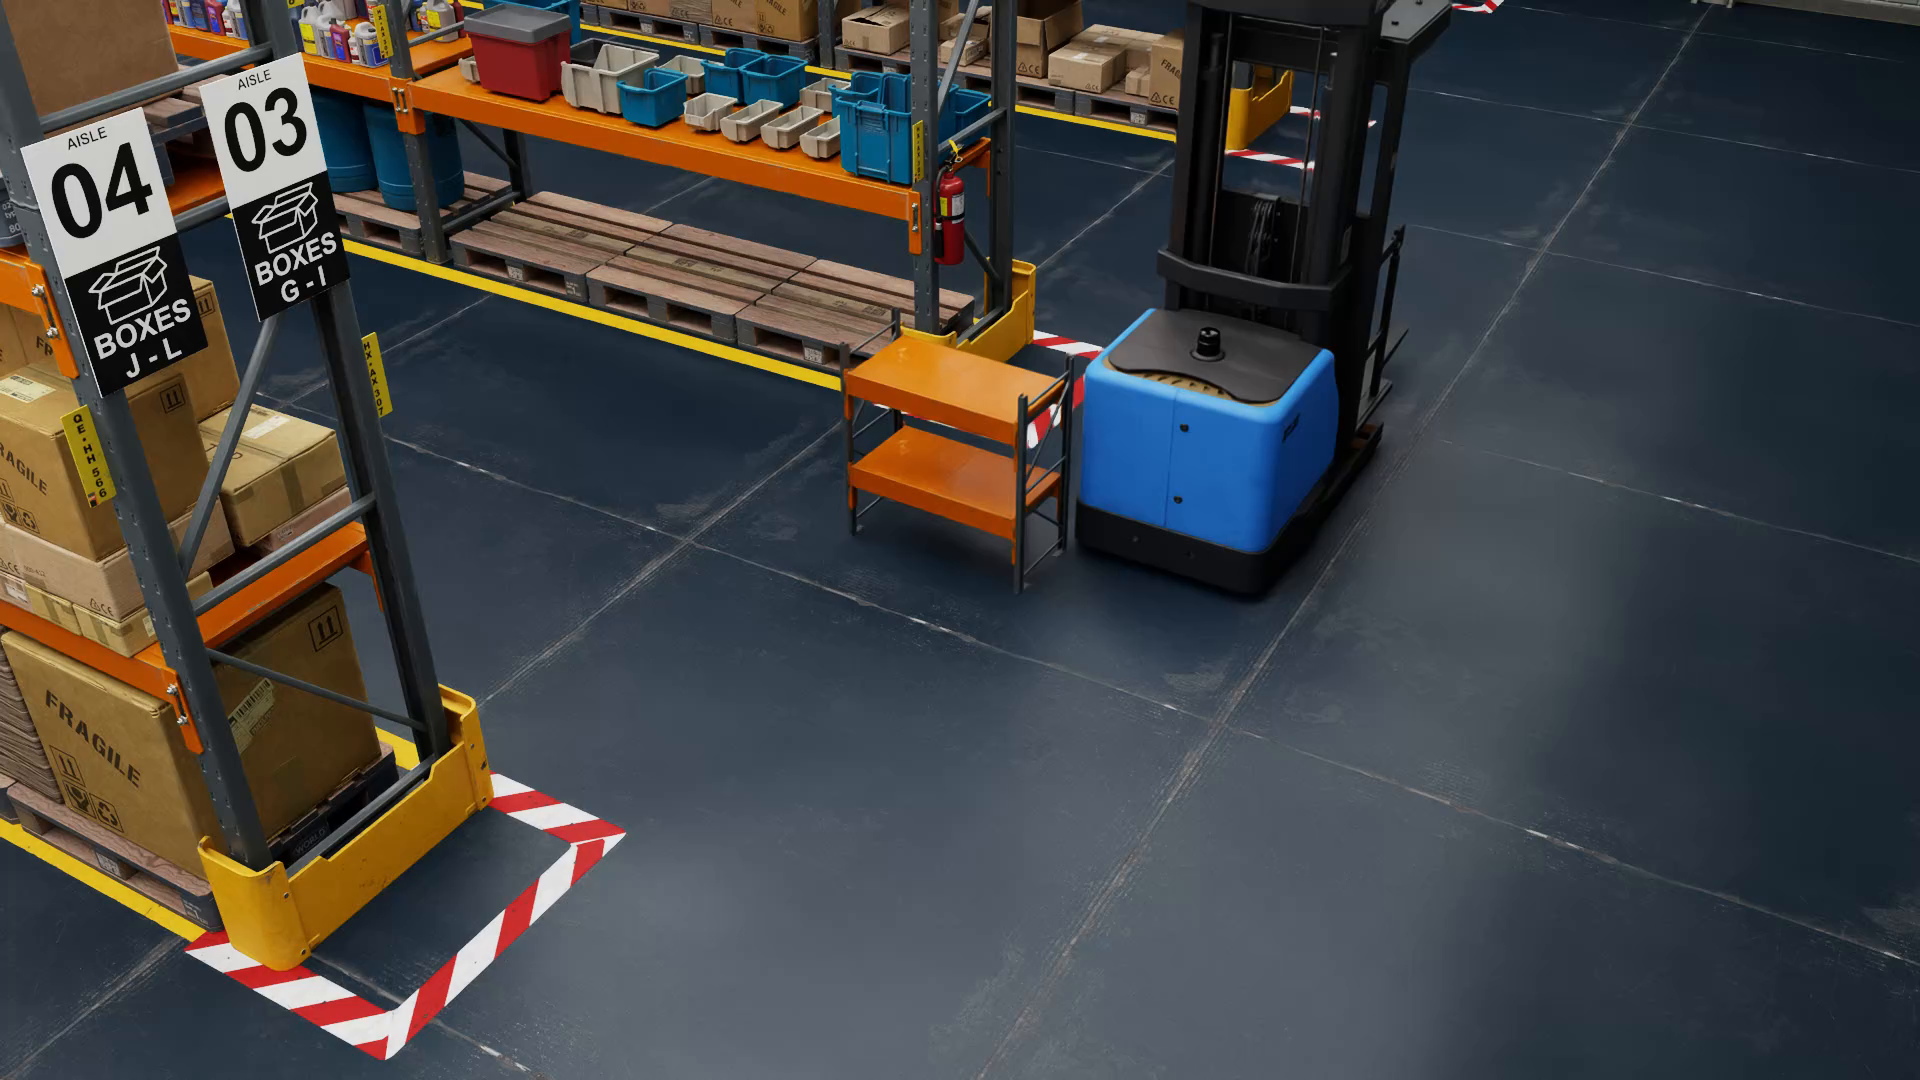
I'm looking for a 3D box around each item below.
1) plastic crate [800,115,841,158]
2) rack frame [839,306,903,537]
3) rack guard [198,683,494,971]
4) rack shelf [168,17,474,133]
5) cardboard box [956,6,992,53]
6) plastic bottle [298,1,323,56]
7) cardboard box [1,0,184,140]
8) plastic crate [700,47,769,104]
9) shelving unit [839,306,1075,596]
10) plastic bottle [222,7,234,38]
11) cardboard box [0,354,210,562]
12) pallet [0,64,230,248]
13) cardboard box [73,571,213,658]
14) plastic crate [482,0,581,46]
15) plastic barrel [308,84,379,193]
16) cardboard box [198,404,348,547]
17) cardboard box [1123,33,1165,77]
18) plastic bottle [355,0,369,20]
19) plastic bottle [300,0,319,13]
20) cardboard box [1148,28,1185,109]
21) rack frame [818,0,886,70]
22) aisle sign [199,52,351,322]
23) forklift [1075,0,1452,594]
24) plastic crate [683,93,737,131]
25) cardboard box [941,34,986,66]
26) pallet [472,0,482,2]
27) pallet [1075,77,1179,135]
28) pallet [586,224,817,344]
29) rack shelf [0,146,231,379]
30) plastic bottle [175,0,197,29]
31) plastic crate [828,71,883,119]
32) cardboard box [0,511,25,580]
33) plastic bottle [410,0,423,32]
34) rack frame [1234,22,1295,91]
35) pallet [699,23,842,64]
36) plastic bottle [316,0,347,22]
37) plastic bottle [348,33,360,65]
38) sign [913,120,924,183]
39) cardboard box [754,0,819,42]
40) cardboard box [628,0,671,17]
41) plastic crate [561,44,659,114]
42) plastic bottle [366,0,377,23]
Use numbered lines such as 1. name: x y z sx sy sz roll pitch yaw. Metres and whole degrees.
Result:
1. plastic crate: -0.766 -2.372 9.790 0.243 0.136 0.396 18 37 24
2. rack frame: -0.450 -0.608 8.649 0.032 1.125 0.500 19 38 26
3. rack guard: -2.405 1.110 6.631 0.348 0.500 1.175 18 37 24
4. rack shelf: -5.178 -3.671 12.205 4.000 0.370 1.077 18 37 24
5. cardboard box: 0.306 -4.640 15.041 0.500 0.311 0.500 18 37 24
6. plastic bottle: -4.402 -3.495 11.336 0.185 0.351 0.144 18 37 24
7. cardboard box: -2.904 -1.560 5.121 0.500 0.500 0.700 15 37 22
8. plastic crate: -1.423 -2.946 10.565 0.300 0.233 0.416 18 37 24
9. shelving unit: -0.018 -0.460 8.425 1.048 1.125 0.538 19 38 26
10. plastic bottle: -5.131 -3.649 11.703 0.097 0.201 0.097 0 34 0
11. cardboard box: -2.979 -0.318 5.711 0.500 0.500 0.500 18 38 25
12. pallet: -3.075 -1.347 5.440 1.213 0.211 1.003 18 37 24
13. cardboard box: -2.899 0.229 5.927 0.250 0.149 0.380 18 38 25
14. plastic crate: -2.867 -3.474 11.221 0.575 0.384 0.392 18 37 24
15. plastic barrel: -4.520 -3.074 12.174 0.708 0.901 0.600 18 37 24
16. cardboard box: -2.709 -0.260 6.301 0.500 0.250 0.500 17 37 23
17. cardboard box: 1.727 -4.165 14.382 0.500 0.250 0.500 18 37 24
18. plastic bottle: -4.319 -3.922 12.039 0.133 0.283 0.061 18 37 24
19. plastic bottle: -4.491 -3.615 11.517 0.185 0.351 0.144 18 37 24
20. cardboard box: 1.898 -3.876 13.723 0.500 0.500 0.500 18 37 24
21. rack frame: -0.980 -5.803 14.758 0.127 3.000 1.000 18 37 24
22. aisle sign: -2.215 -1.143 5.415 0.004 0.787 0.394 18 37 24
23. forklift: 1.762 -1.746 8.728 1.130 2.935 3.031 17 37 24
24. plastic crate: -1.531 -2.596 10.126 0.250 0.136 0.298 18 37 24
25. cardboard box: 0.033 -4.354 14.741 0.250 0.166 0.380 18 37 24
26. pallet: -5.149 -5.987 17.551 1.213 0.211 1.003 18 37 24
27. pallet: 1.734 -3.782 14.239 1.213 0.211 1.003 18 37 24
28. pallet: -1.720 -1.741 11.174 1.213 0.211 1.003 18 37 24
29. rack shelf: -4.163 -1.436 6.142 4.000 0.370 1.077 18 37 24
30. plastic bottle: -5.495 -3.813 11.881 0.135 0.276 0.152 18 37 24
31. plastic crate: -0.591 -2.683 10.169 0.300 0.233 0.416 18 37 24
32. cardboard box: -3.419 -0.143 6.126 0.500 0.250 0.500 17 37 24
33. plastic bottle: -3.858 -3.759 11.805 0.097 0.271 0.097 0 34 0
34. rack frame: 2.493 -4.703 13.106 0.127 3.000 1.000 18 37 24
35. pallet: -1.705 -4.848 15.839 1.213 0.211 1.003 18 37 24
36. plastic bottle: -4.534 -3.861 11.953 0.135 0.276 0.152 18 37 24
37. plastic bottle: -4.058 -3.309 11.192 0.097 0.201 0.097 0 34 0
38. sign: -0.227 -2.119 9.078 0.005 0.325 0.100 18 37 24
39. cardboard box: -1.551 -4.943 15.325 0.500 0.500 0.500 17 37 24
40. cardboard box: -2.854 -5.360 15.951 0.500 0.500 0.500 16 37 23
41. plastic crate: -2.207 -2.887 10.432 0.530 0.282 0.437 18 37 24
42. plastic bottle: -4.228 -3.847 12.000 0.097 0.201 0.097 0 34 0
